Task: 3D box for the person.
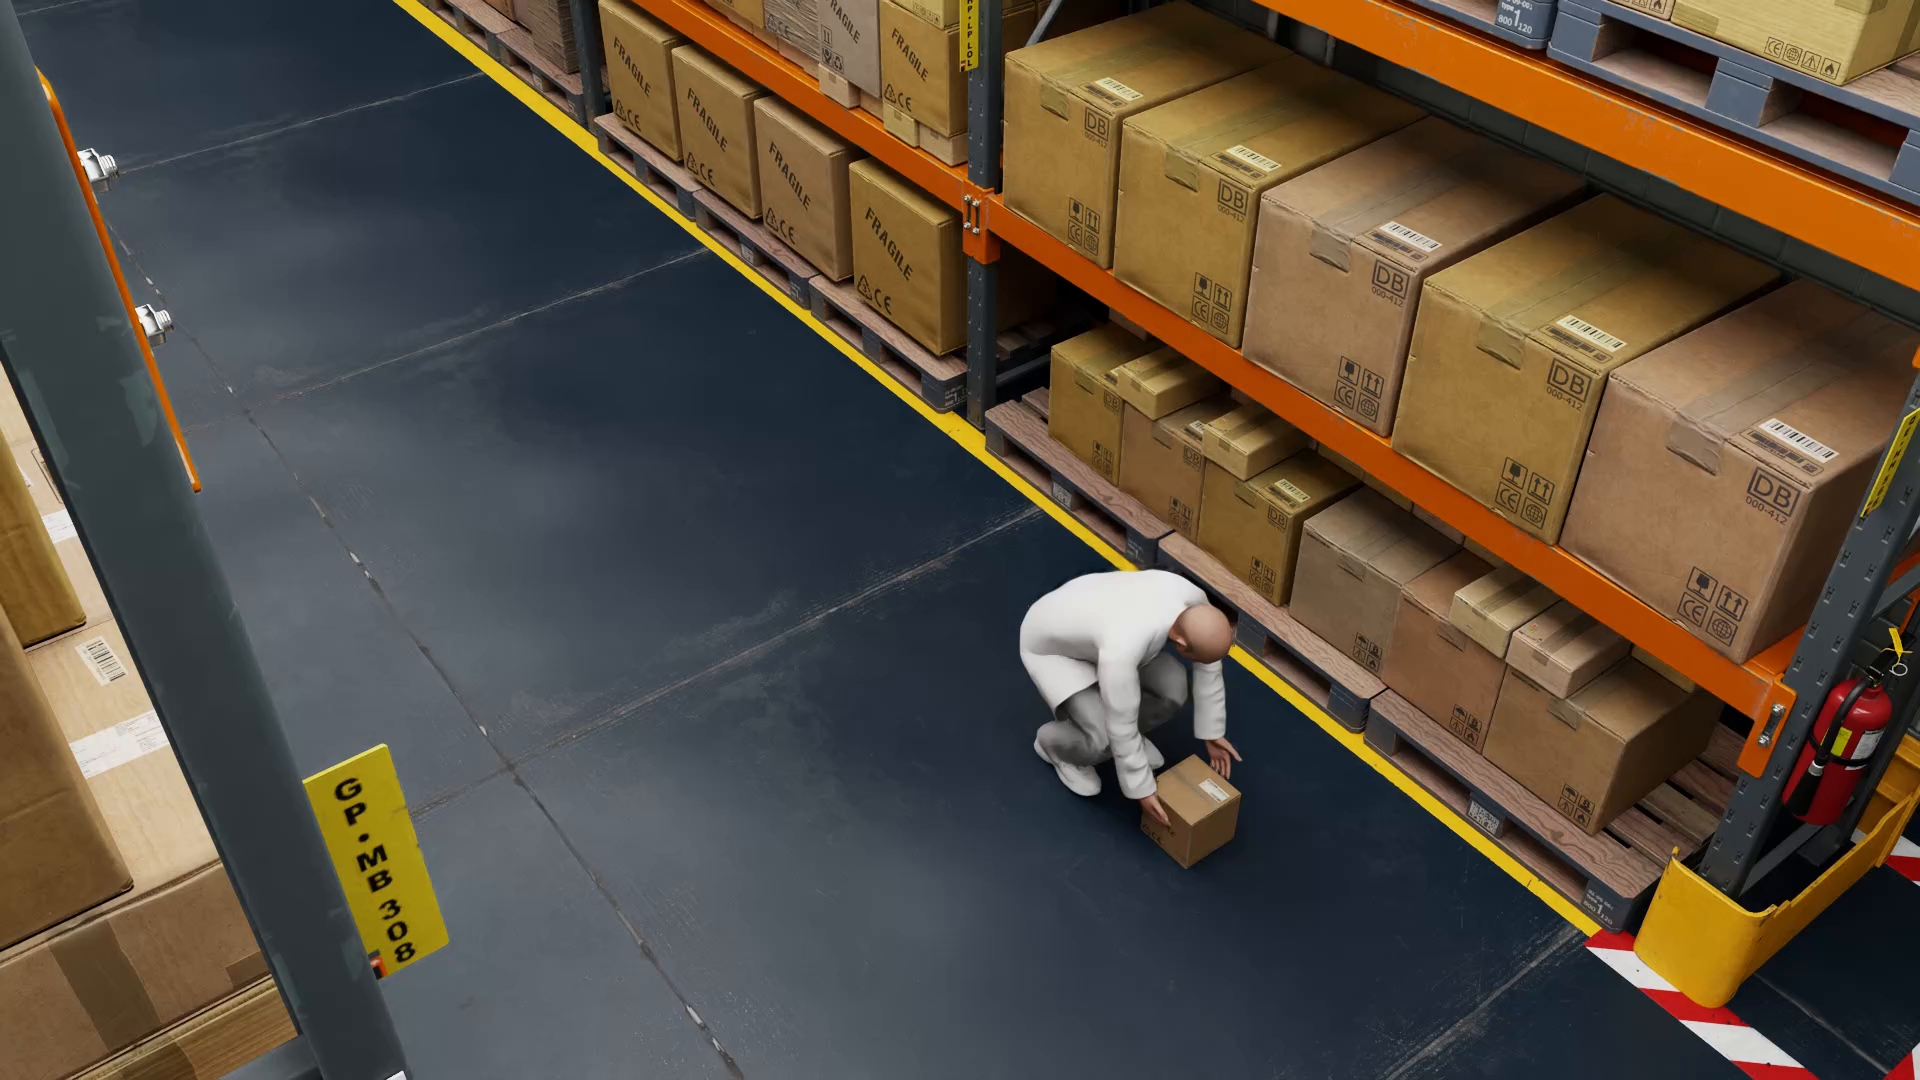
[{"bbox_3d":[0.615,0.501,6.156,0.611,1.024,0.893,-27,47,-29],"label":"person"}]
